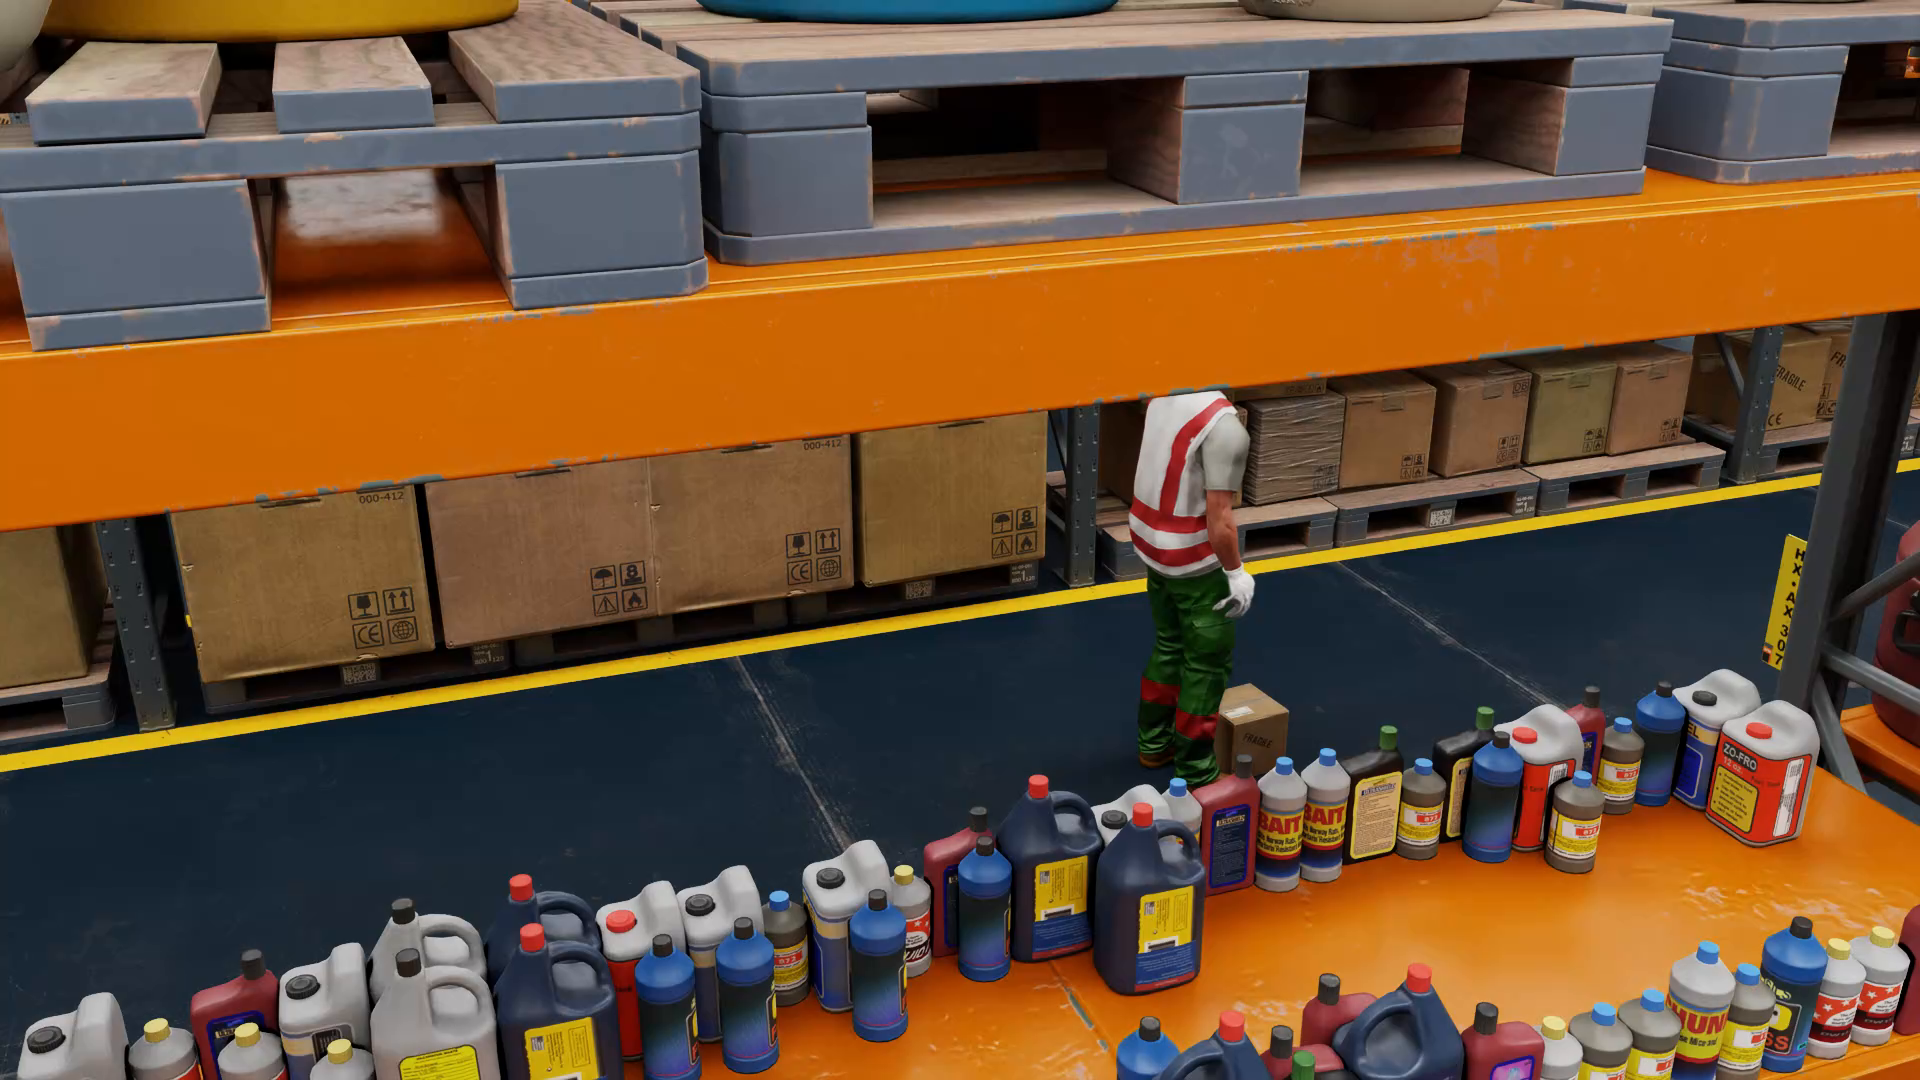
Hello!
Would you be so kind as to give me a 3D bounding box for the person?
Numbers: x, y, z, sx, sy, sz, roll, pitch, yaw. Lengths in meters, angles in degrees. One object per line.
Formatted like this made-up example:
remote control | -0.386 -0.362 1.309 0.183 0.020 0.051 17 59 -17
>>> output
person | 0.847 0.054 5.943 0.448 1.777 0.608 -8 24 -19
